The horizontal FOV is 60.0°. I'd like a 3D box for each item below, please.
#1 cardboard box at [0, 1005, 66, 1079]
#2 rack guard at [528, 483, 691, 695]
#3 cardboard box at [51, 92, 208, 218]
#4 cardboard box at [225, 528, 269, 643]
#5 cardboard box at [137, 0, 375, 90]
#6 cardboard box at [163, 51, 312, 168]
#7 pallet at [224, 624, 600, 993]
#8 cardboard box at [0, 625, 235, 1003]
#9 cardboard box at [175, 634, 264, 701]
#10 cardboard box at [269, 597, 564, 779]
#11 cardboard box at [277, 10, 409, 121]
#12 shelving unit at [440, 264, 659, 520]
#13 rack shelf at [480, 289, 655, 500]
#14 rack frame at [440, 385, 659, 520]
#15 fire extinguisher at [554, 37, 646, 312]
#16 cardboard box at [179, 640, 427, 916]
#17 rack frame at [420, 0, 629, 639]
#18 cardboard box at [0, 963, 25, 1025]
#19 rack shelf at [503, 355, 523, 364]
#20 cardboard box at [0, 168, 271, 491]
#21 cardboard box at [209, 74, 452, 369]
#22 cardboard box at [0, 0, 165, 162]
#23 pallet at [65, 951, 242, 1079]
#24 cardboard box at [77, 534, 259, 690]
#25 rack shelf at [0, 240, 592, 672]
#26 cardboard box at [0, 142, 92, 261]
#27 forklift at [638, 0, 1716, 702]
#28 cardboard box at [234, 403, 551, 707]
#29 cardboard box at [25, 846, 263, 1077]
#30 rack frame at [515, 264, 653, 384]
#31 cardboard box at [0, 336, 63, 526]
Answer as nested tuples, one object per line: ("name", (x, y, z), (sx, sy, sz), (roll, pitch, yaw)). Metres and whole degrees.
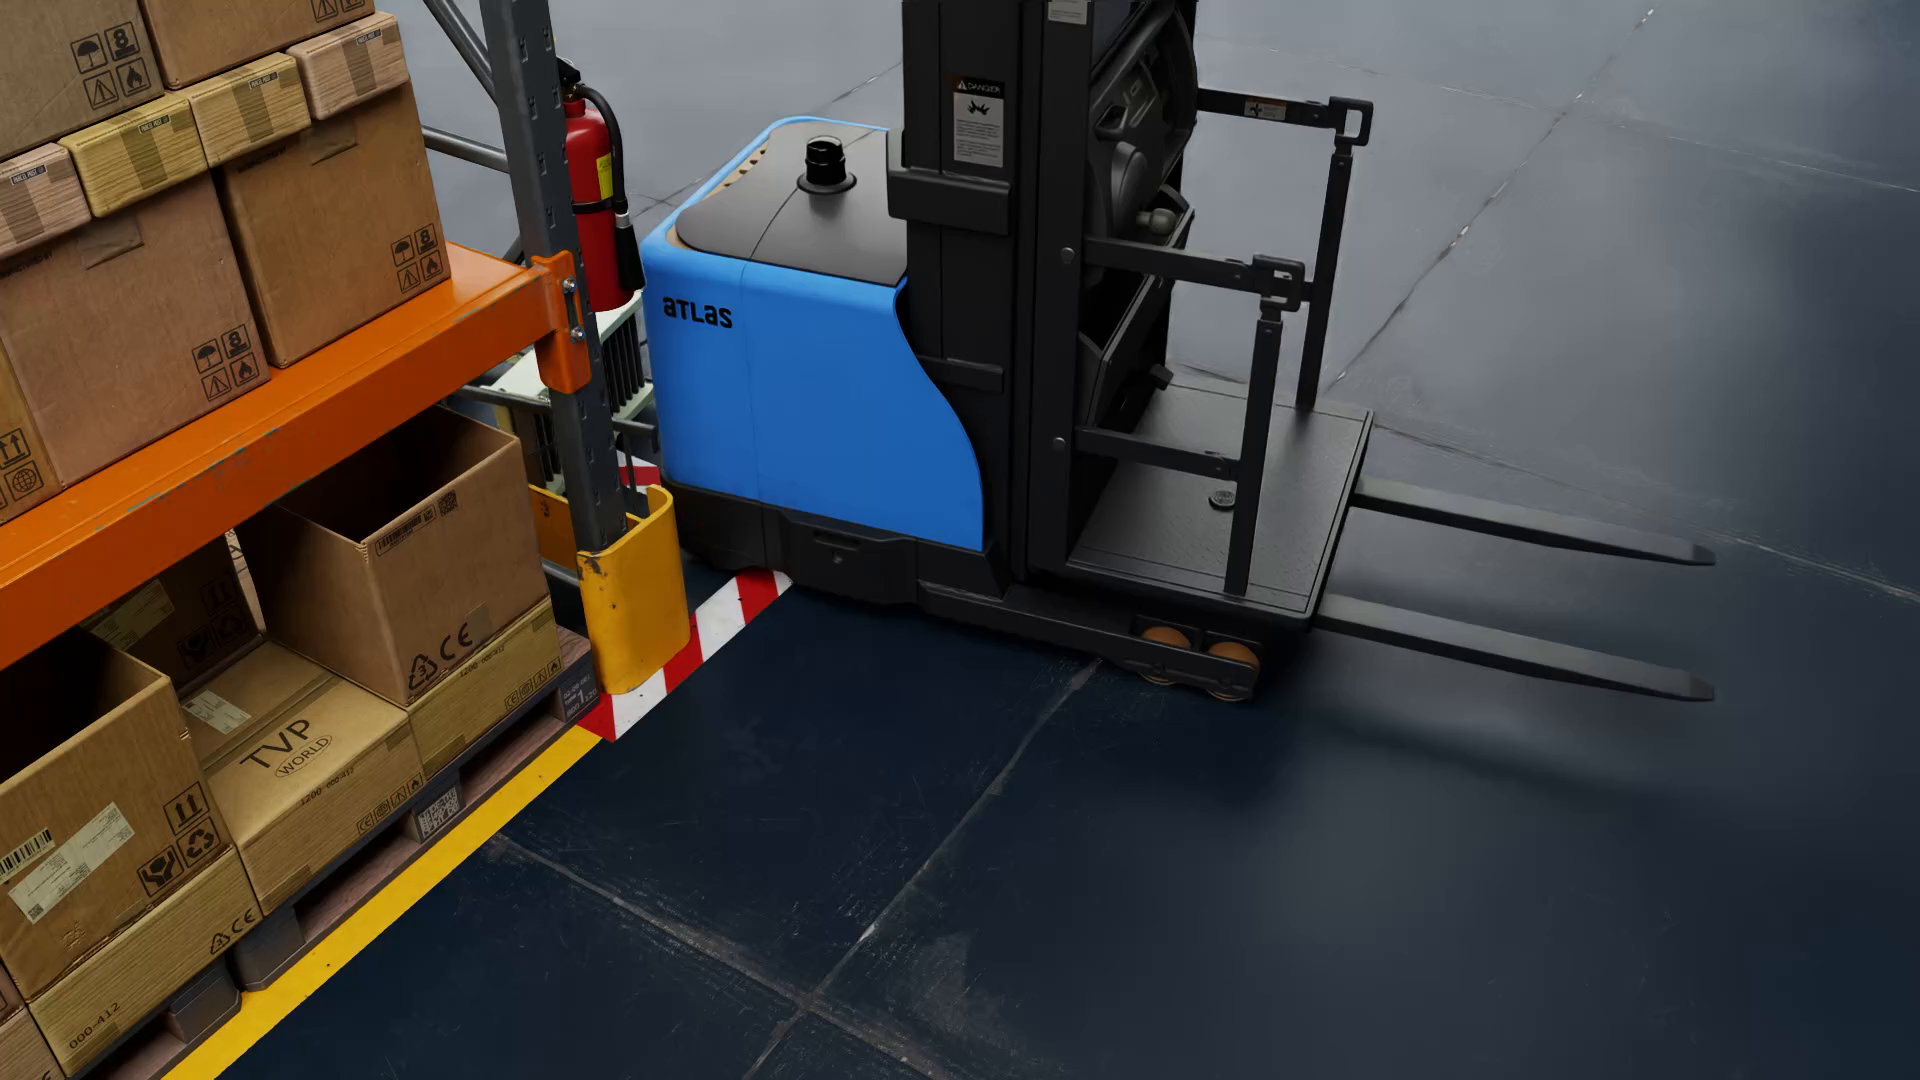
("cardboard box", (-2.194, 1.070, 3.313), (0.500, 0.250, 0.500), (21, 42, 25))
("rack guard", (-1.350, -0.025, 4.873), (1.175, 0.500, 0.348), (21, 42, 25))
("cardboard box", (-1.683, -0.773, 3.183), (0.380, 0.149, 0.250), (21, 42, 24))
("cardboard box", (-1.838, 0.123, 4.541), (0.500, 0.250, 0.500), (21, 42, 25))
("cardboard box", (-1.652, -1.293, 3.325), (0.700, 0.500, 0.500), (21, 42, 25))
("cardboard box", (-1.546, -0.905, 3.354), (0.380, 0.149, 0.250), (22, 43, 26))
("pallet", (-1.737, 0.509, 4.416), (1.003, 0.211, 1.213), (21, 42, 25))
("cardboard box", (-1.922, 0.517, 3.417), (0.500, 0.500, 0.500), (21, 42, 25))
("cardboard box", (-2.103, 0.382, 4.205), (0.500, 0.250, 0.500), (21, 42, 25))
("cardboard box", (-1.401, 0.293, 4.321), (0.500, 0.250, 0.500), (21, 42, 25))
("cardboard box", (-1.407, -1.040, 3.529), (0.380, 0.149, 0.250), (20, 42, 24))
("shelving unit", (-1.489, -0.544, 5.554), (1.500, 0.431, 0.755), (13, 39, 16))
("rack shelf", (-1.183, -0.475, 5.465), (0.370, 0.431, 0.720), (13, 39, 16))
("rack frame", (-1.615, -0.335, 5.282), (1.500, 0.400, 0.023), (13, 39, 16))
("fire extinguisher", (-0.907, -0.881, 4.000), (0.296, 0.674, 0.183), (21, 42, 25))
("cardboard box", (-1.659, 0.554, 3.982), (0.500, 0.250, 0.500), (21, 42, 25))
("rack frame", (-1.363, -1.003, 4.094), (1.000, 3.000, 0.127), (21, 42, 25))
("cardboard box", (-2.191, 0.774, 3.083), (0.500, 0.500, 0.500), (21, 42, 25))
("rack shelf", (-1.855, -0.627, 5.661), (0.370, 0.431, 0.720), (13, 39, 16))
("cardboard box", (-1.901, -0.534, 3.404), (0.700, 0.500, 0.500), (22, 43, 26))
("cardboard box", (-1.624, -0.806, 3.757), (0.700, 0.500, 0.500), (21, 42, 25))
("cardboard box", (-1.929, -1.020, 2.971), (0.700, 0.500, 0.500), (20, 42, 24))
("pallet", (-2.392, 1.136, 3.604), (1.003, 0.211, 1.213), (21, 42, 25))
("cardboard box", (-2.104, 0.085, 3.977), (0.500, 0.500, 0.500), (21, 42, 25))
("rack shelf", (-2.435, 0.313, 2.976), (1.077, 0.370, 4.000), (21, 42, 25))
("cardboard box", (-1.819, -0.644, 3.015), (0.380, 0.149, 0.250), (22, 43, 26))
("forklift", (0.664, -1.077, 4.247), (3.031, 2.935, 1.130), (13, 39, 16))
("cardboard box", (-1.399, -0.004, 4.092), (0.500, 0.500, 0.500), (21, 42, 25))
("cardboard box", (-1.925, 0.813, 3.647), (0.500, 0.250, 0.500), (21, 42, 25))
("rack frame", (-1.362, -0.754, 5.826), (1.500, 0.400, 0.023), (13, 39, 16))
("cardboard box", (-2.172, -0.280, 3.074), (0.700, 0.500, 0.500), (21, 43, 25))
